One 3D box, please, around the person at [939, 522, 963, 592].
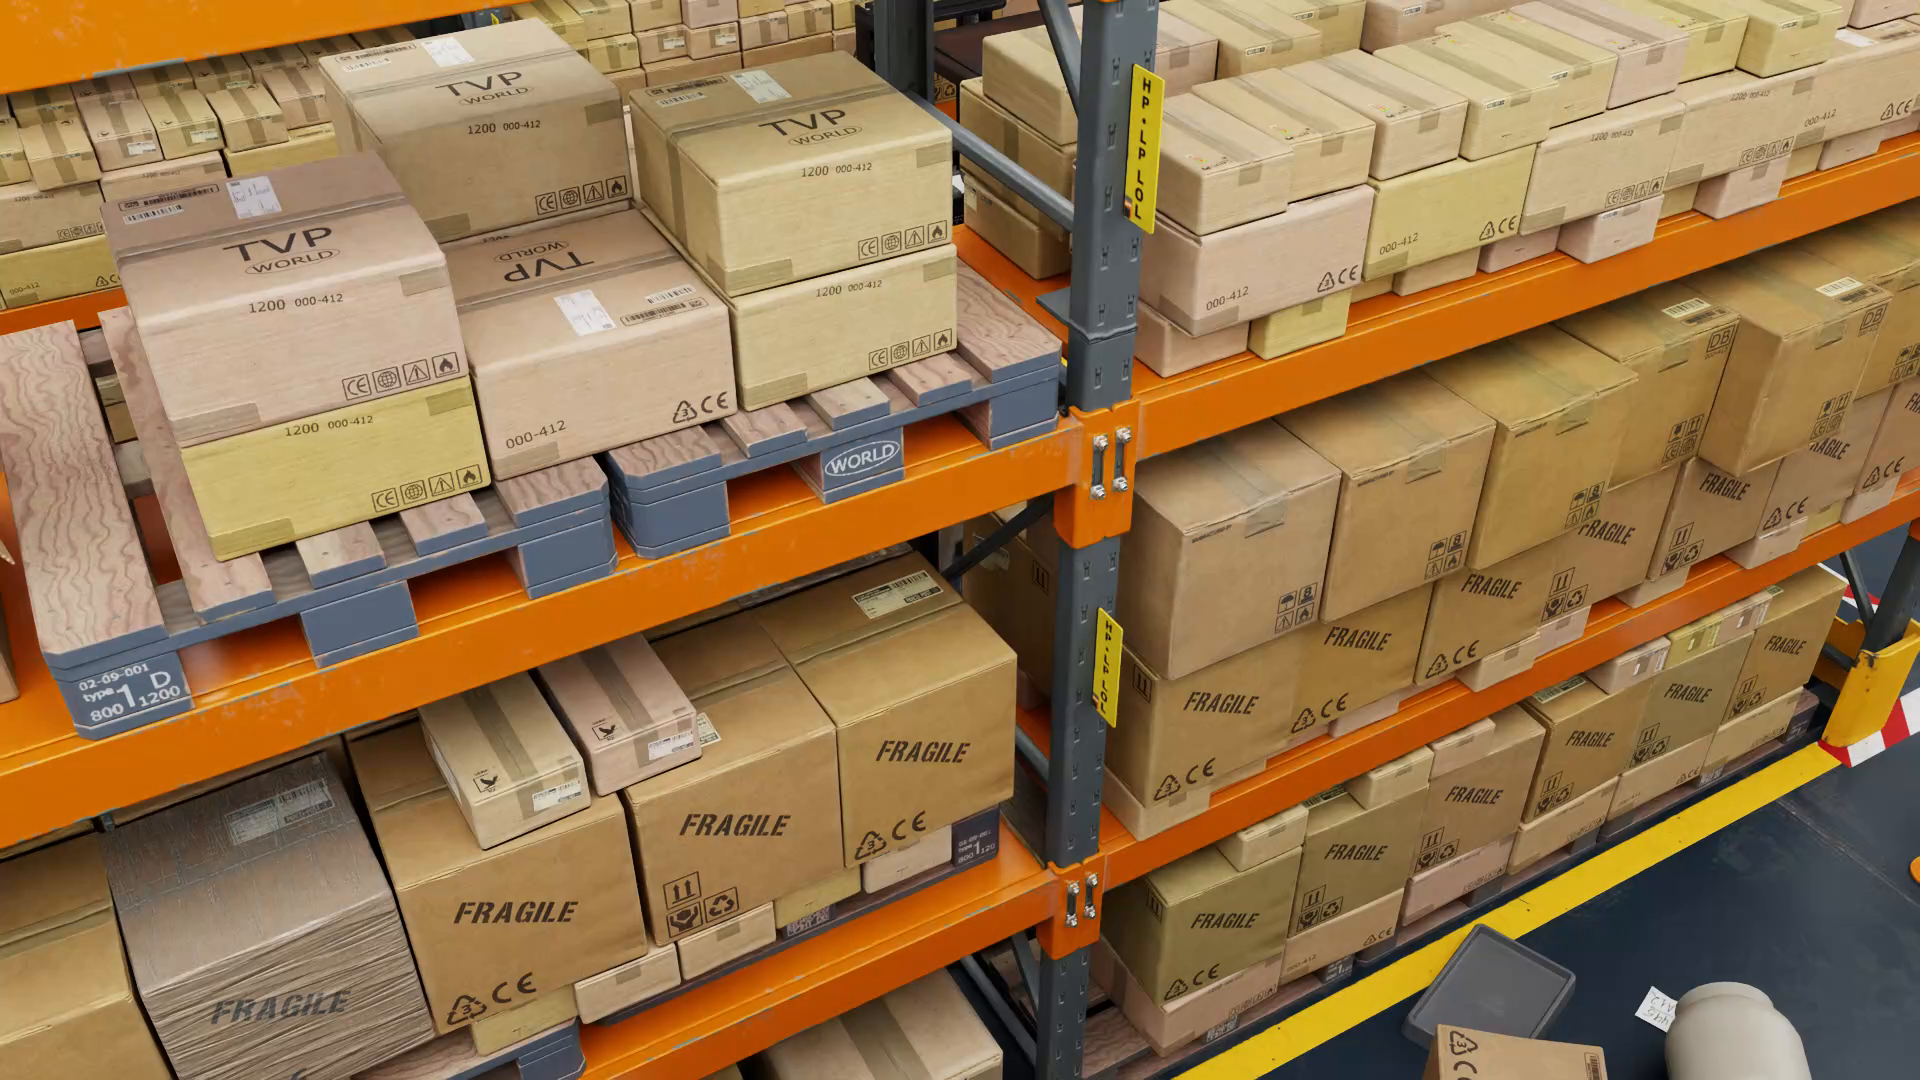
[{"bbox_3d":[-0.008,-0.068,6.733,0.394,1.669,0.647,27,45,31],"label":"person"}]
